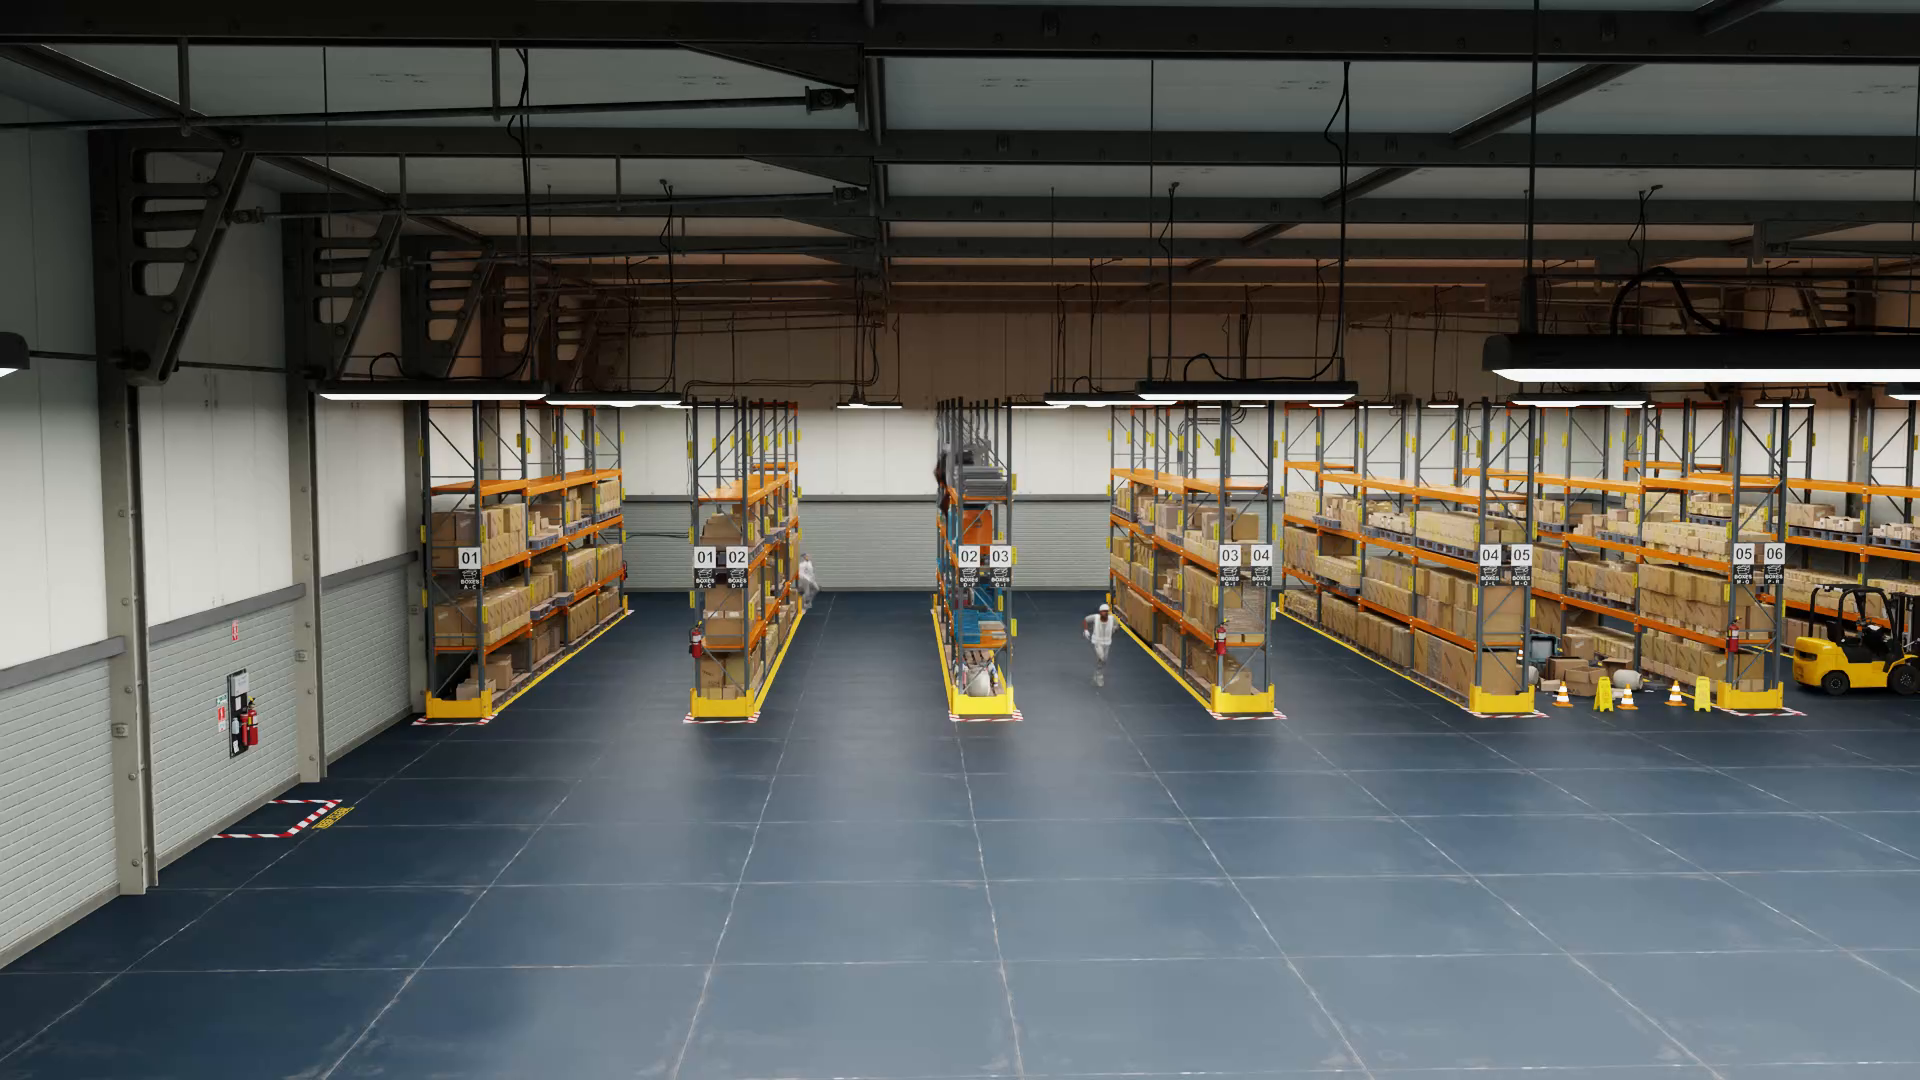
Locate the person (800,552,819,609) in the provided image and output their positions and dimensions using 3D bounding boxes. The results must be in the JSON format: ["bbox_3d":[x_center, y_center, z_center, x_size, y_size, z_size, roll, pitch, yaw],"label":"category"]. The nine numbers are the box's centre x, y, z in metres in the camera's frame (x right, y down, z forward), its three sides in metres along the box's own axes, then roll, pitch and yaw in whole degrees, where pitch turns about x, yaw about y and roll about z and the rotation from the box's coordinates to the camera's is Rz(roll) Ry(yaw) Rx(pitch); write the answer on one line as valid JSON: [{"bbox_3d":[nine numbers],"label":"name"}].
[{"bbox_3d":[-4.391,1.165,48.235,0.570,1.658,0.638,3,5,33],"label":"person"}]

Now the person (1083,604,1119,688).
[{"bbox_3d":[2.938,2.179,34.587,0.668,1.745,0.940,-1,5,-17],"label":"person"}]
